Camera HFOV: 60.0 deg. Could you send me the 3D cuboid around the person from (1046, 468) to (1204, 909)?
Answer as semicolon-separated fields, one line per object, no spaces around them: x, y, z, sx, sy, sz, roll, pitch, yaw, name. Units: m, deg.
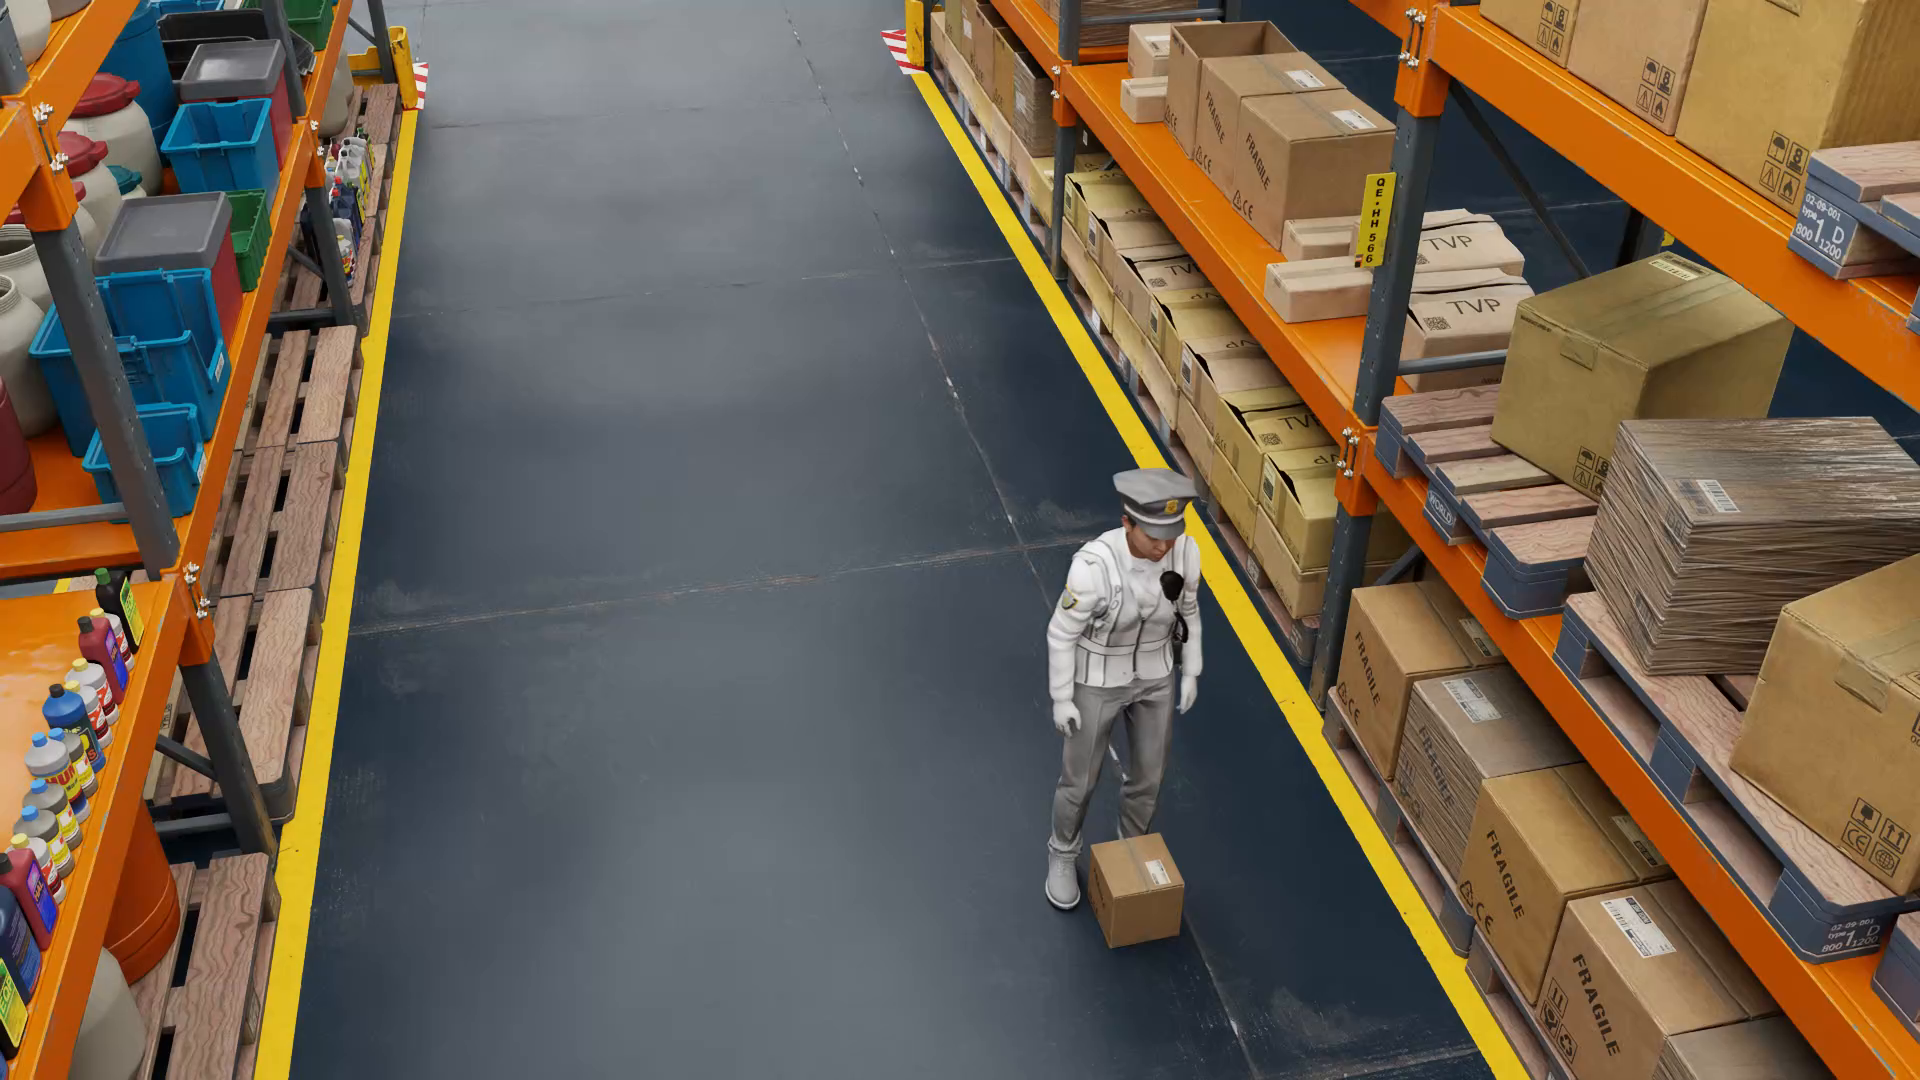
0.540;0.487;5.433;0.532;1.664;0.415;-9;36;-13;person
